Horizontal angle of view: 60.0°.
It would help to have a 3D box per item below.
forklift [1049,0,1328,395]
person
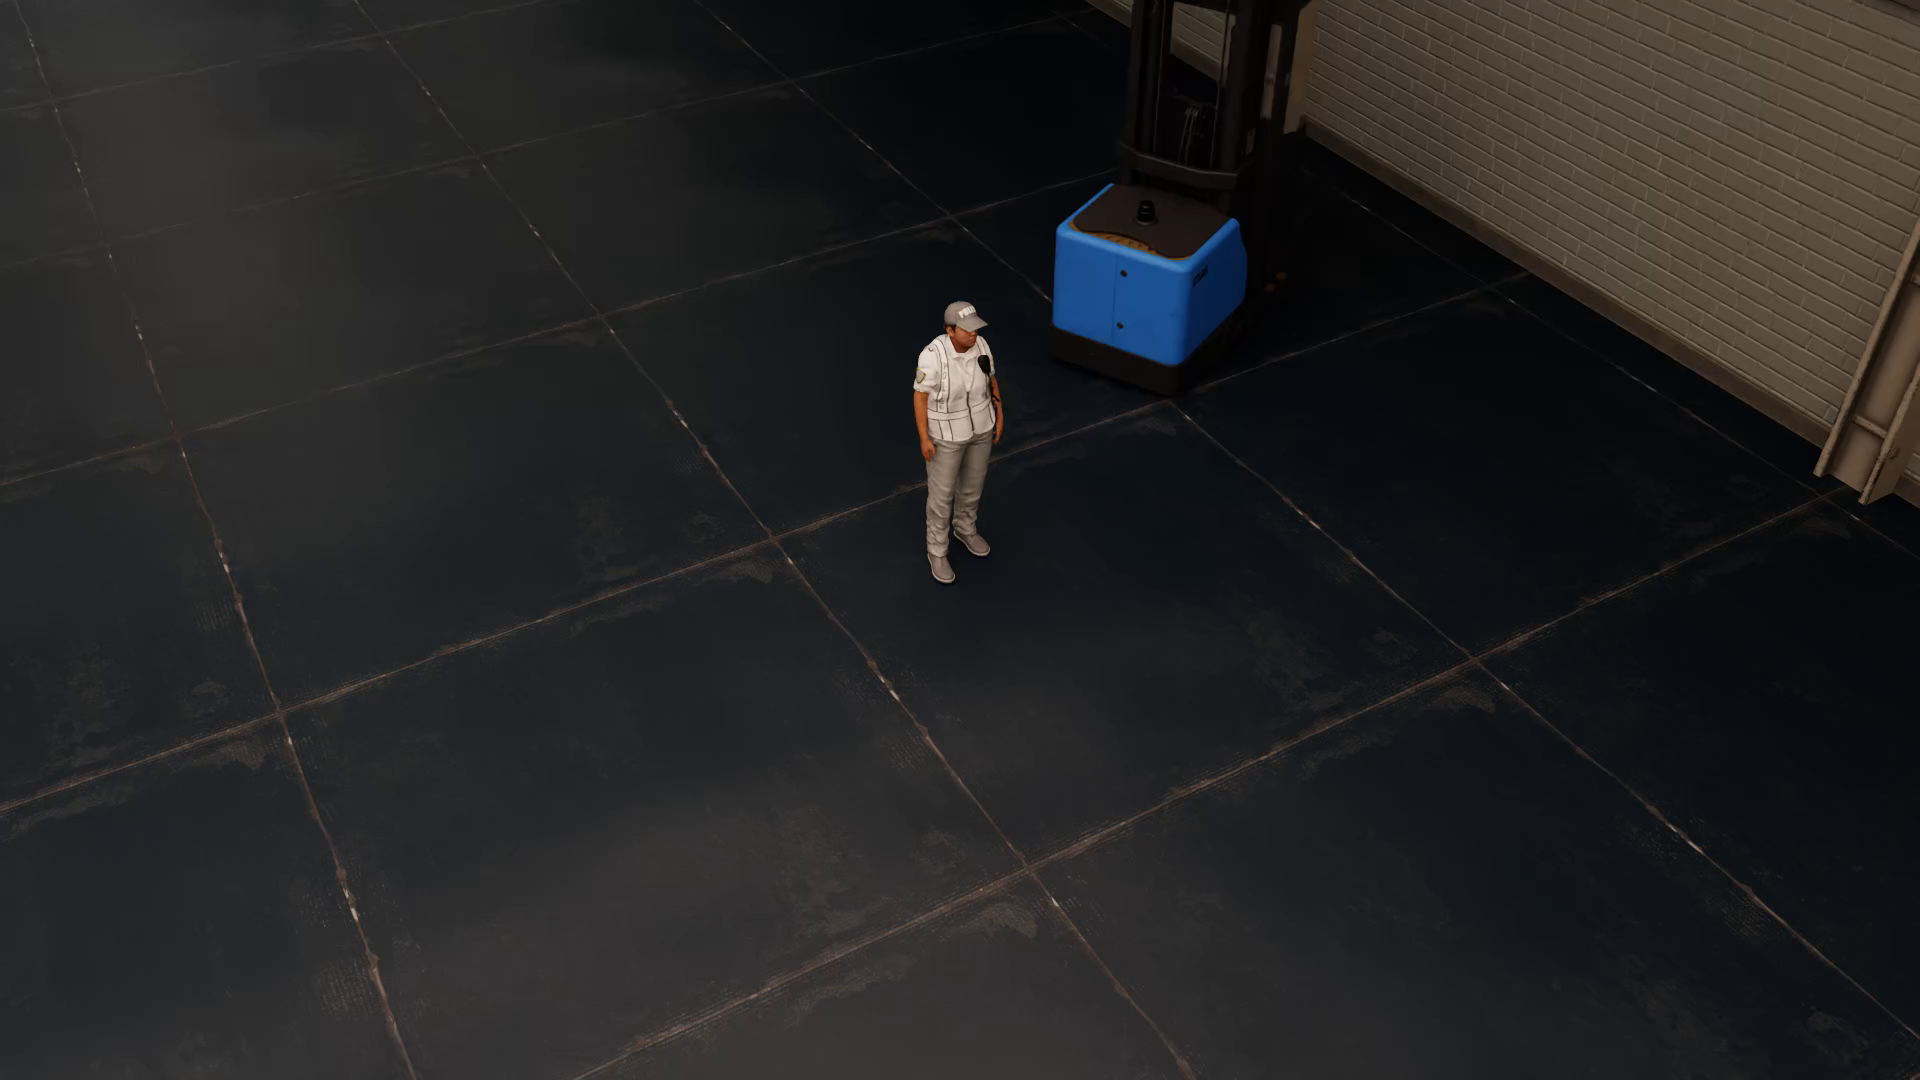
[{"bbox_3d":[1.853,-3.032,11.692,1.130,2.935,3.031,22,45,25],"label":"forklift"},{"bbox_3d":[0.019,-0.598,9.736,0.599,1.670,0.529,-20,44,-23],"label":"person"}]
